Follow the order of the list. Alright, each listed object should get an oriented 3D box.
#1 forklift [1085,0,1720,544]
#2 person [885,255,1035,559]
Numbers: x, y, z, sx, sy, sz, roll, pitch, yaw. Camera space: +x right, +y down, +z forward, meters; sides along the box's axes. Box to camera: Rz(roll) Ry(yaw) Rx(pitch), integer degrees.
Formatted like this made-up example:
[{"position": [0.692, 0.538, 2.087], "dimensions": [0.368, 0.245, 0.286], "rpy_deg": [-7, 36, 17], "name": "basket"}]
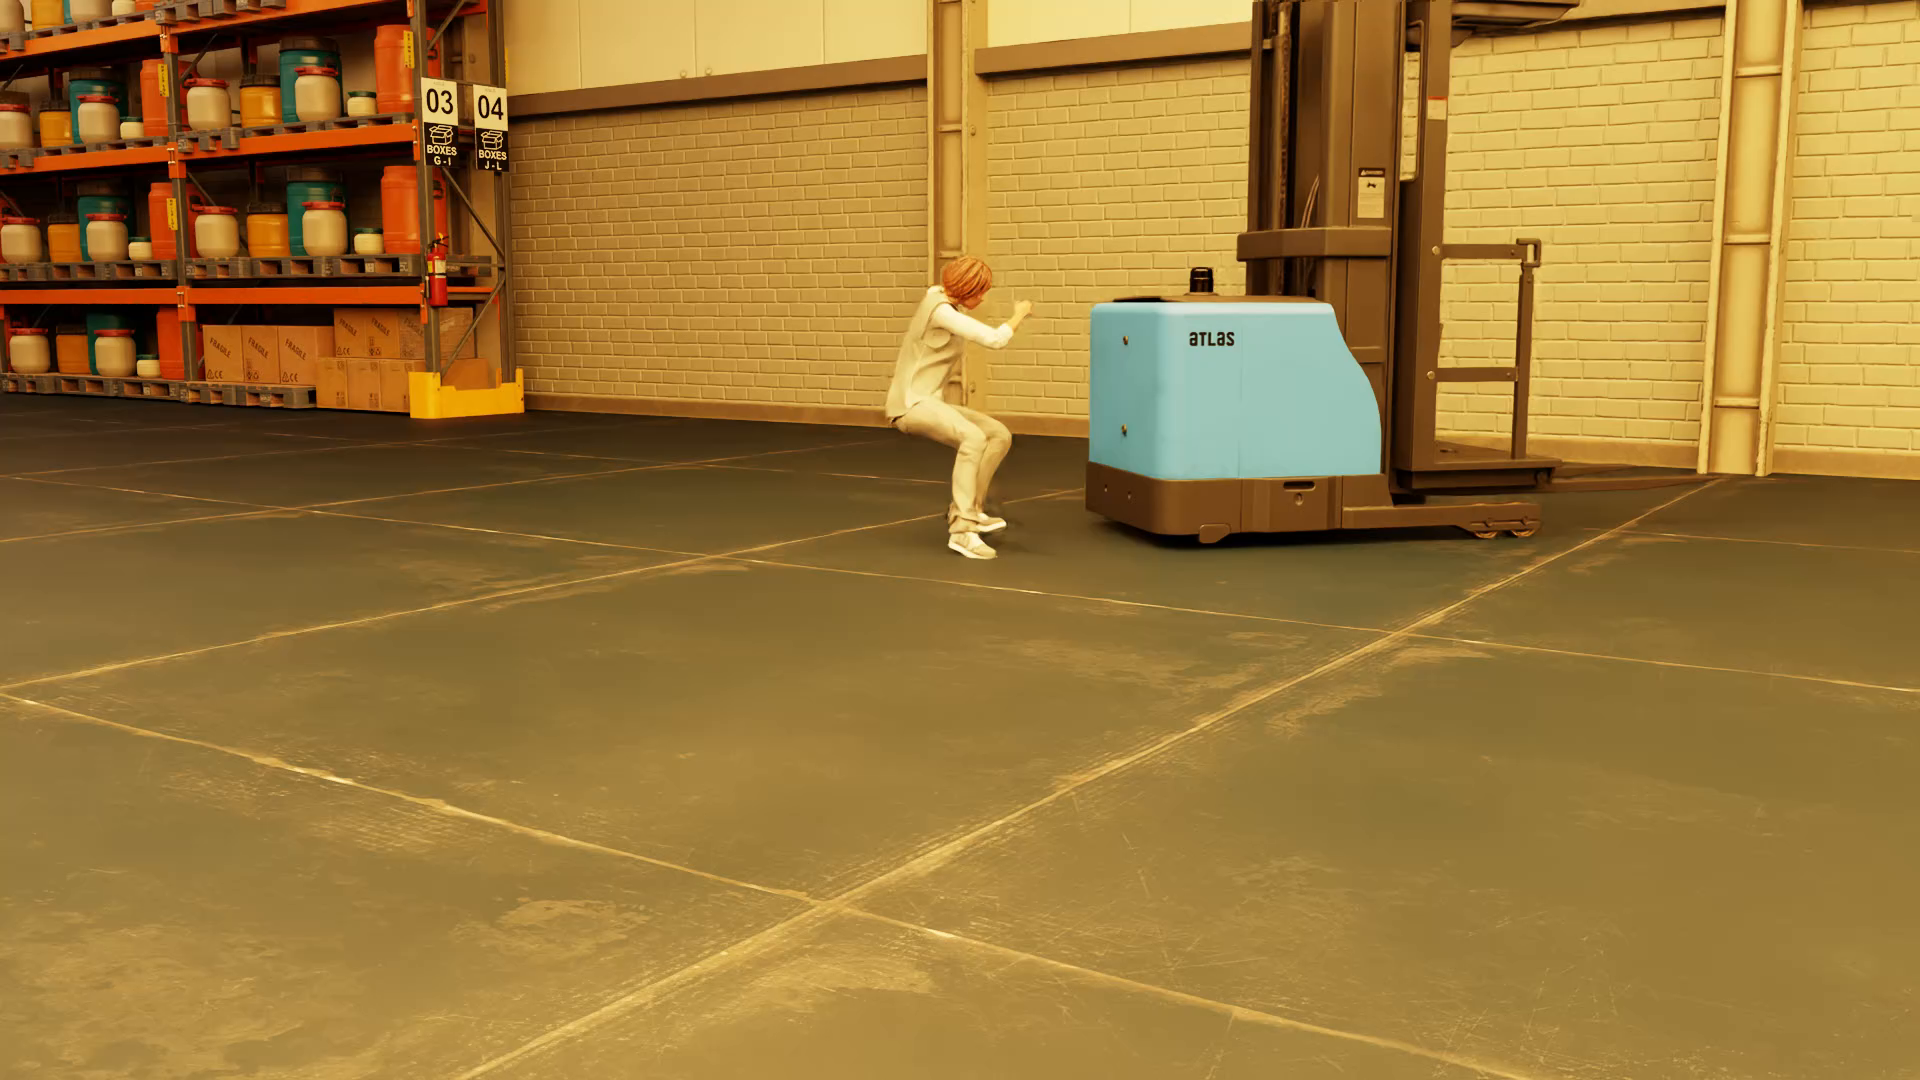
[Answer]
[{"position": [2.190, -1.525, 7.917], "dimensions": [3.031, 2.935, 1.130], "rpy_deg": [-2, 8, -15], "name": "forklift"}, {"position": [0.008, -0.641, 7.617], "dimensions": [0.665, 1.303, 1.305], "rpy_deg": [1, 8, 6], "name": "person"}]
